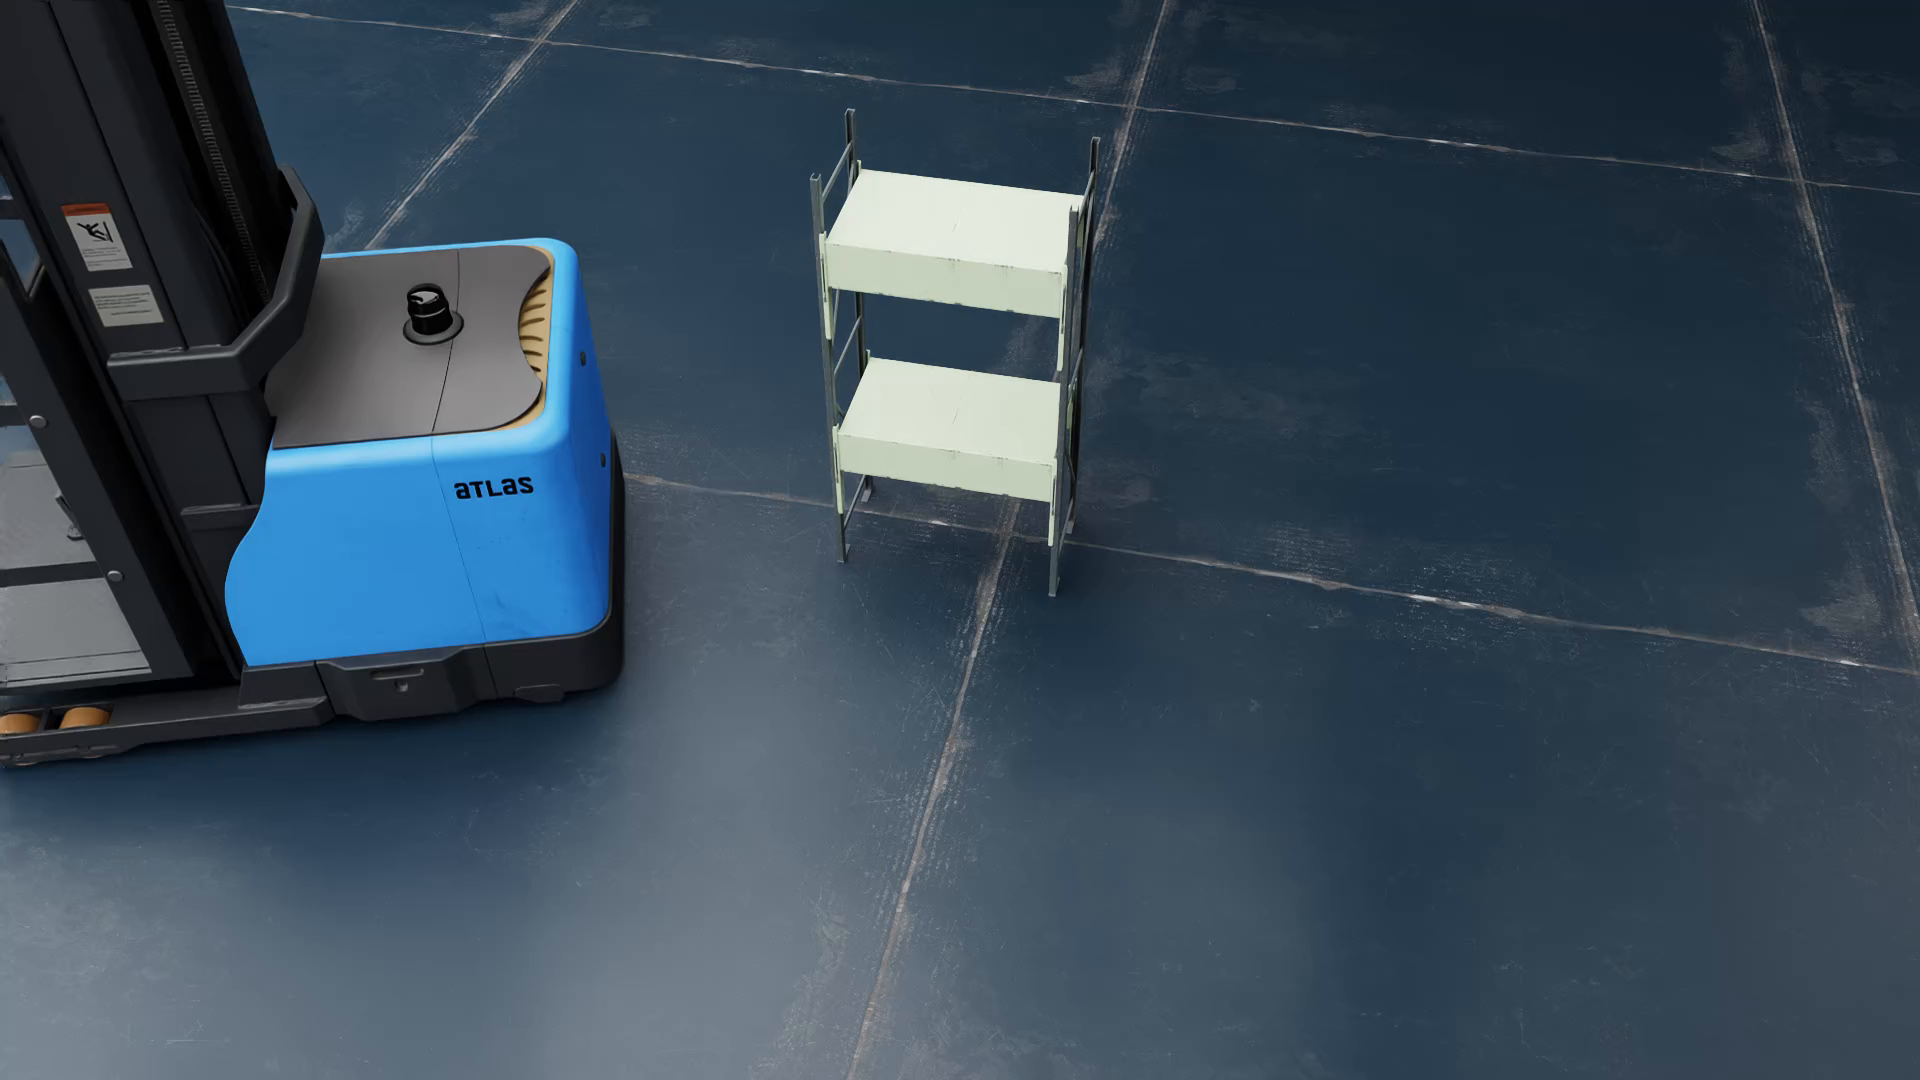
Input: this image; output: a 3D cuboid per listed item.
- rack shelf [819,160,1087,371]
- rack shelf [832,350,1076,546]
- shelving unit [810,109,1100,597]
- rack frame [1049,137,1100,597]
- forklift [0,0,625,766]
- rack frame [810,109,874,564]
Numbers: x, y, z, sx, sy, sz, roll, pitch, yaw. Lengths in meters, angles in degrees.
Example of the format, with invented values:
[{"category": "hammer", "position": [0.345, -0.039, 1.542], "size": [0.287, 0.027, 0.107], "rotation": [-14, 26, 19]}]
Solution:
[{"category": "rack shelf", "position": [-0.007, -0.823, 4.960], "size": [0.720, 0.370, 0.431], "rotation": [9, 45, 9]}, {"category": "rack shelf", "position": [-0.007, -0.306, 5.457], "size": [0.720, 0.370, 0.431], "rotation": [9, 45, 9]}, {"category": "shelving unit", "position": [-0.007, -0.541, 5.231], "size": [0.755, 1.500, 0.431], "rotation": [9, 45, 9]}, {"category": "rack frame", "position": [0.351, -0.486, 5.173], "size": [0.023, 1.500, 0.400], "rotation": [9, 45, 9]}, {"category": "forklift", "position": [-2.622, -0.766, 4.432], "size": [3.031, 2.935, 1.130], "rotation": [-6, 44, -6]}, {"category": "rack frame", "position": [-0.364, -0.597, 5.289], "size": [0.023, 1.500, 0.400], "rotation": [9, 45, 9]}]
